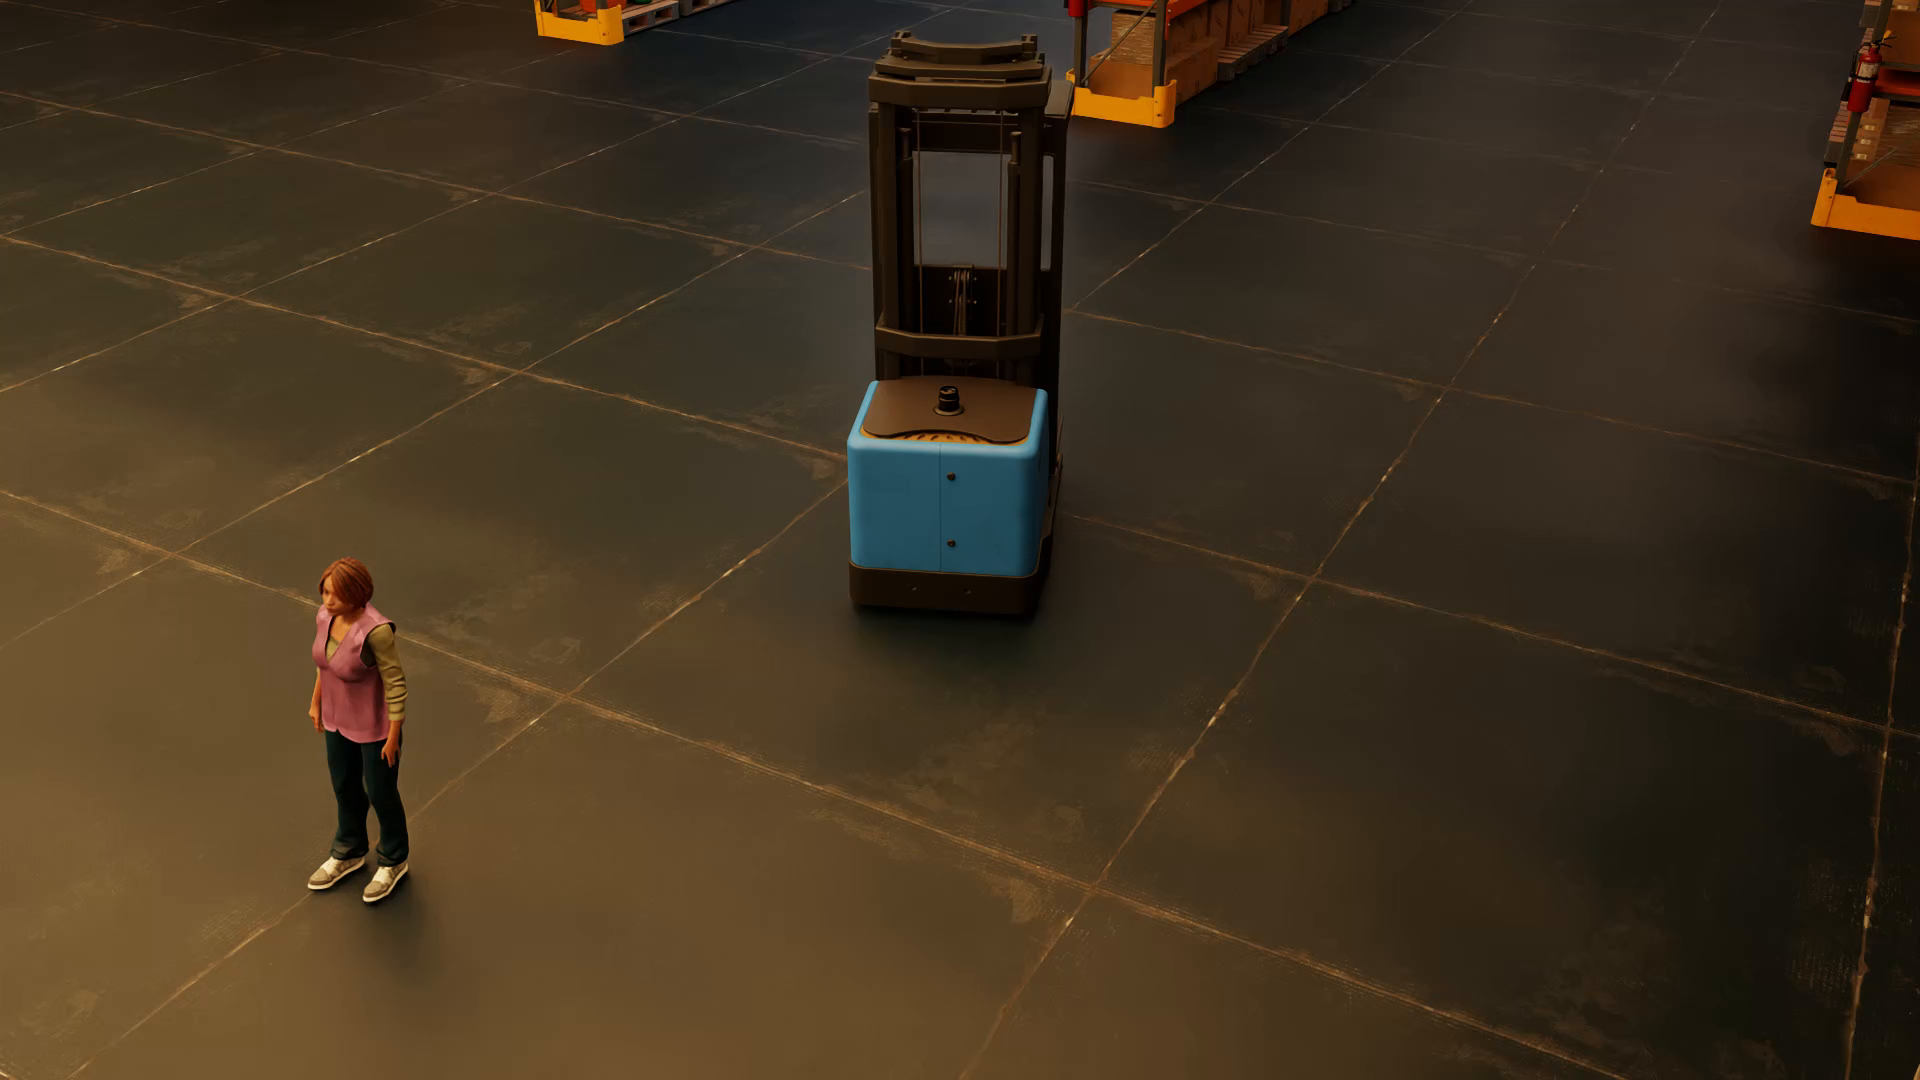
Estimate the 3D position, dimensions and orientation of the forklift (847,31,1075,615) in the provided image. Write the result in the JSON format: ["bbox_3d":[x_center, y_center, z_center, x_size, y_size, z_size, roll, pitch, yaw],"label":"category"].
[{"bbox_3d":[0.072,-1.572,9.794,1.130,2.935,3.031,3,30,6],"label":"forklift"}]

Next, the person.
[{"bbox_3d":[-2.562,0.815,6.988,0.503,1.605,0.454,17,34,27],"label":"person"}]
